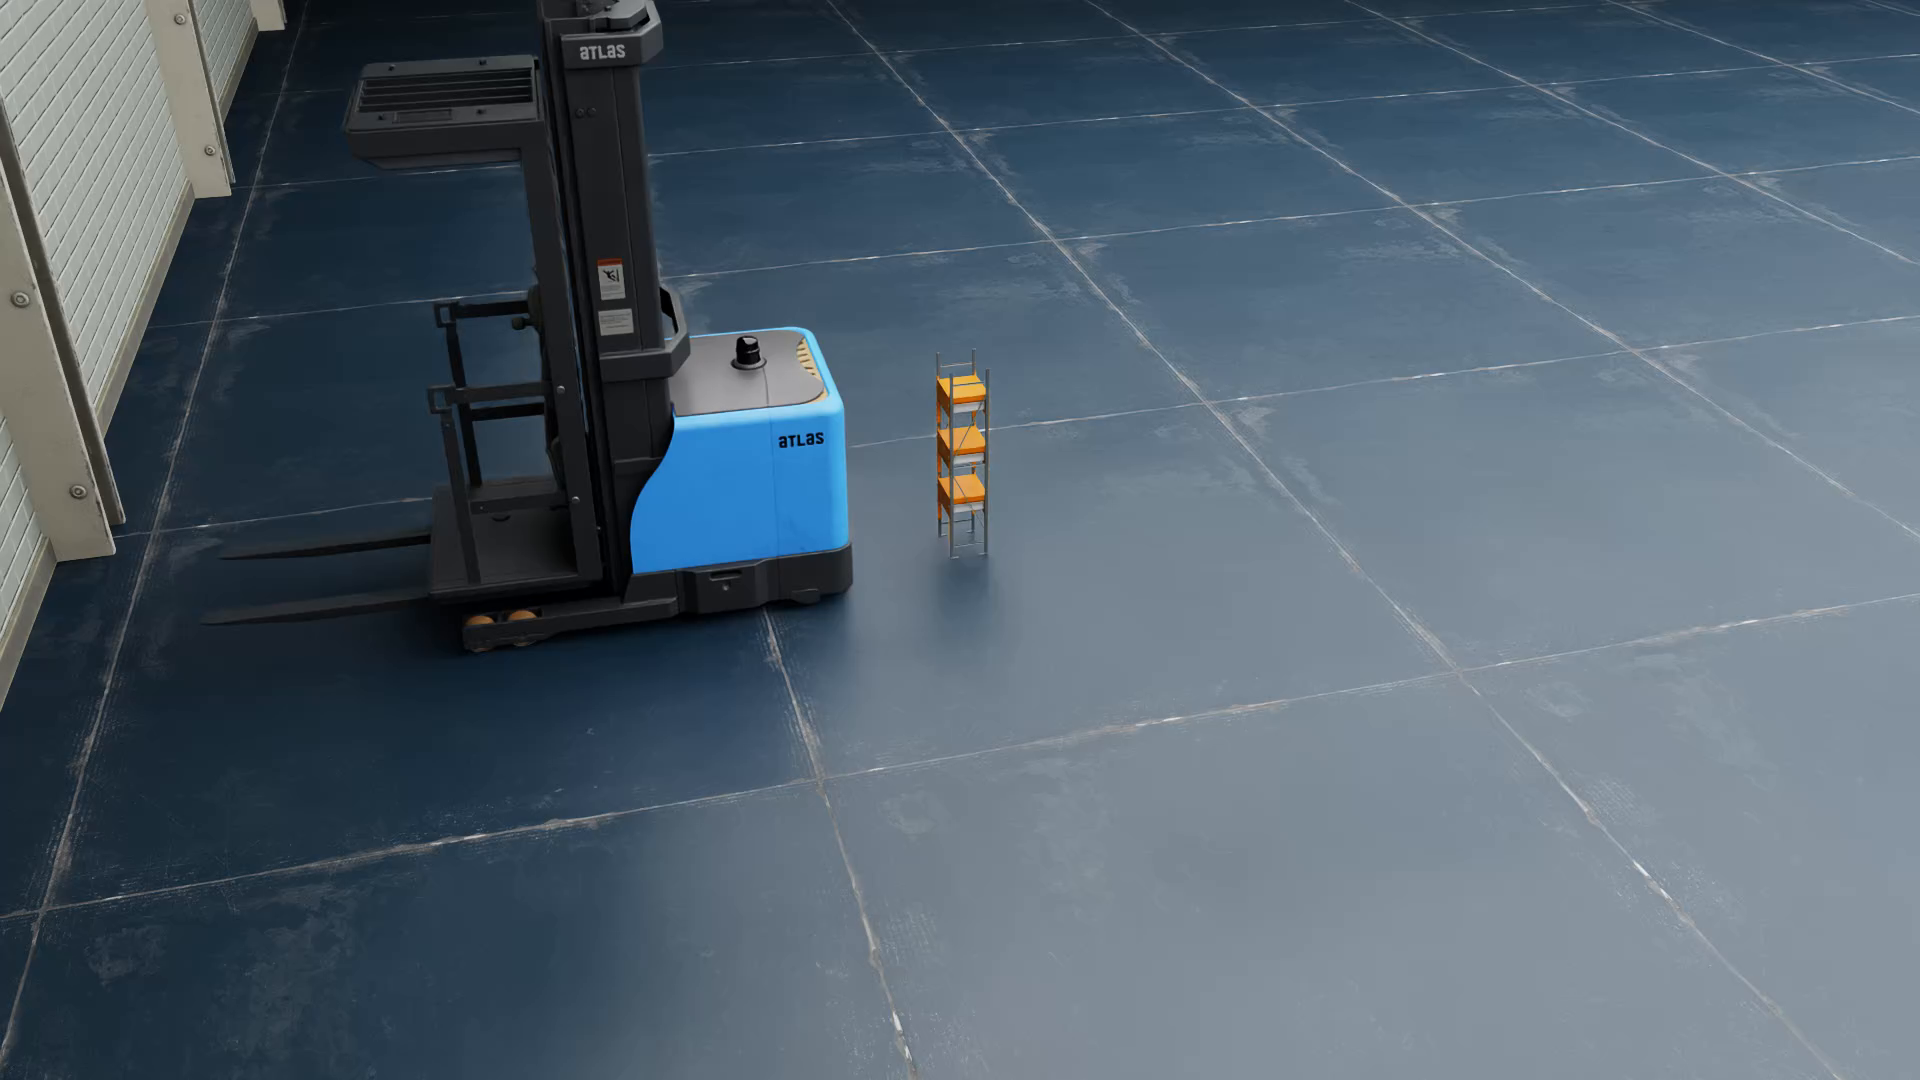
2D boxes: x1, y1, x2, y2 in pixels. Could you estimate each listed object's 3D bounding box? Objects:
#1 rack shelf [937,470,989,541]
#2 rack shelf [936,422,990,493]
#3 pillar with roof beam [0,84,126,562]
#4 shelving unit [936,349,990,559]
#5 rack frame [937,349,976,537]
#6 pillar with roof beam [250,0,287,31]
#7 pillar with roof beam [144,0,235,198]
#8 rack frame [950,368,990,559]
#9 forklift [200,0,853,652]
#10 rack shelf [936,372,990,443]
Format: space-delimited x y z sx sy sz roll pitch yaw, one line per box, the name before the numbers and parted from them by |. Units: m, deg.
rack shelf | 0.014 -0.179 8.587 0.215 0.259 0.240 -8 31 -13
rack shelf | 0.014 -0.419 8.448 0.215 0.259 0.240 -8 31 -13
pillar with roof beam | -0.435 -4.467 7.484 9.100 9.000 0.400 -8 31 -13
shelving unit | 0.014 -0.429 8.442 0.215 1.050 0.252 -8 31 -13
rack frame | -0.018 -0.487 8.544 0.200 1.050 0.008 -8 31 -13
pillar with roof beam | -3.620 -10.263 17.498 9.100 9.000 0.400 -8 31 -13
pillar with roof beam | -2.027 -7.365 12.491 9.100 9.000 0.400 -8 31 -13
rack frame | 0.047 -0.370 8.341 0.200 1.050 0.008 -8 31 -13
forklift | -2.104 -1.034 7.610 3.031 2.935 1.130 -7 31 -12
rack shelf | 0.014 -0.665 8.305 0.215 0.259 0.240 -8 31 -13
